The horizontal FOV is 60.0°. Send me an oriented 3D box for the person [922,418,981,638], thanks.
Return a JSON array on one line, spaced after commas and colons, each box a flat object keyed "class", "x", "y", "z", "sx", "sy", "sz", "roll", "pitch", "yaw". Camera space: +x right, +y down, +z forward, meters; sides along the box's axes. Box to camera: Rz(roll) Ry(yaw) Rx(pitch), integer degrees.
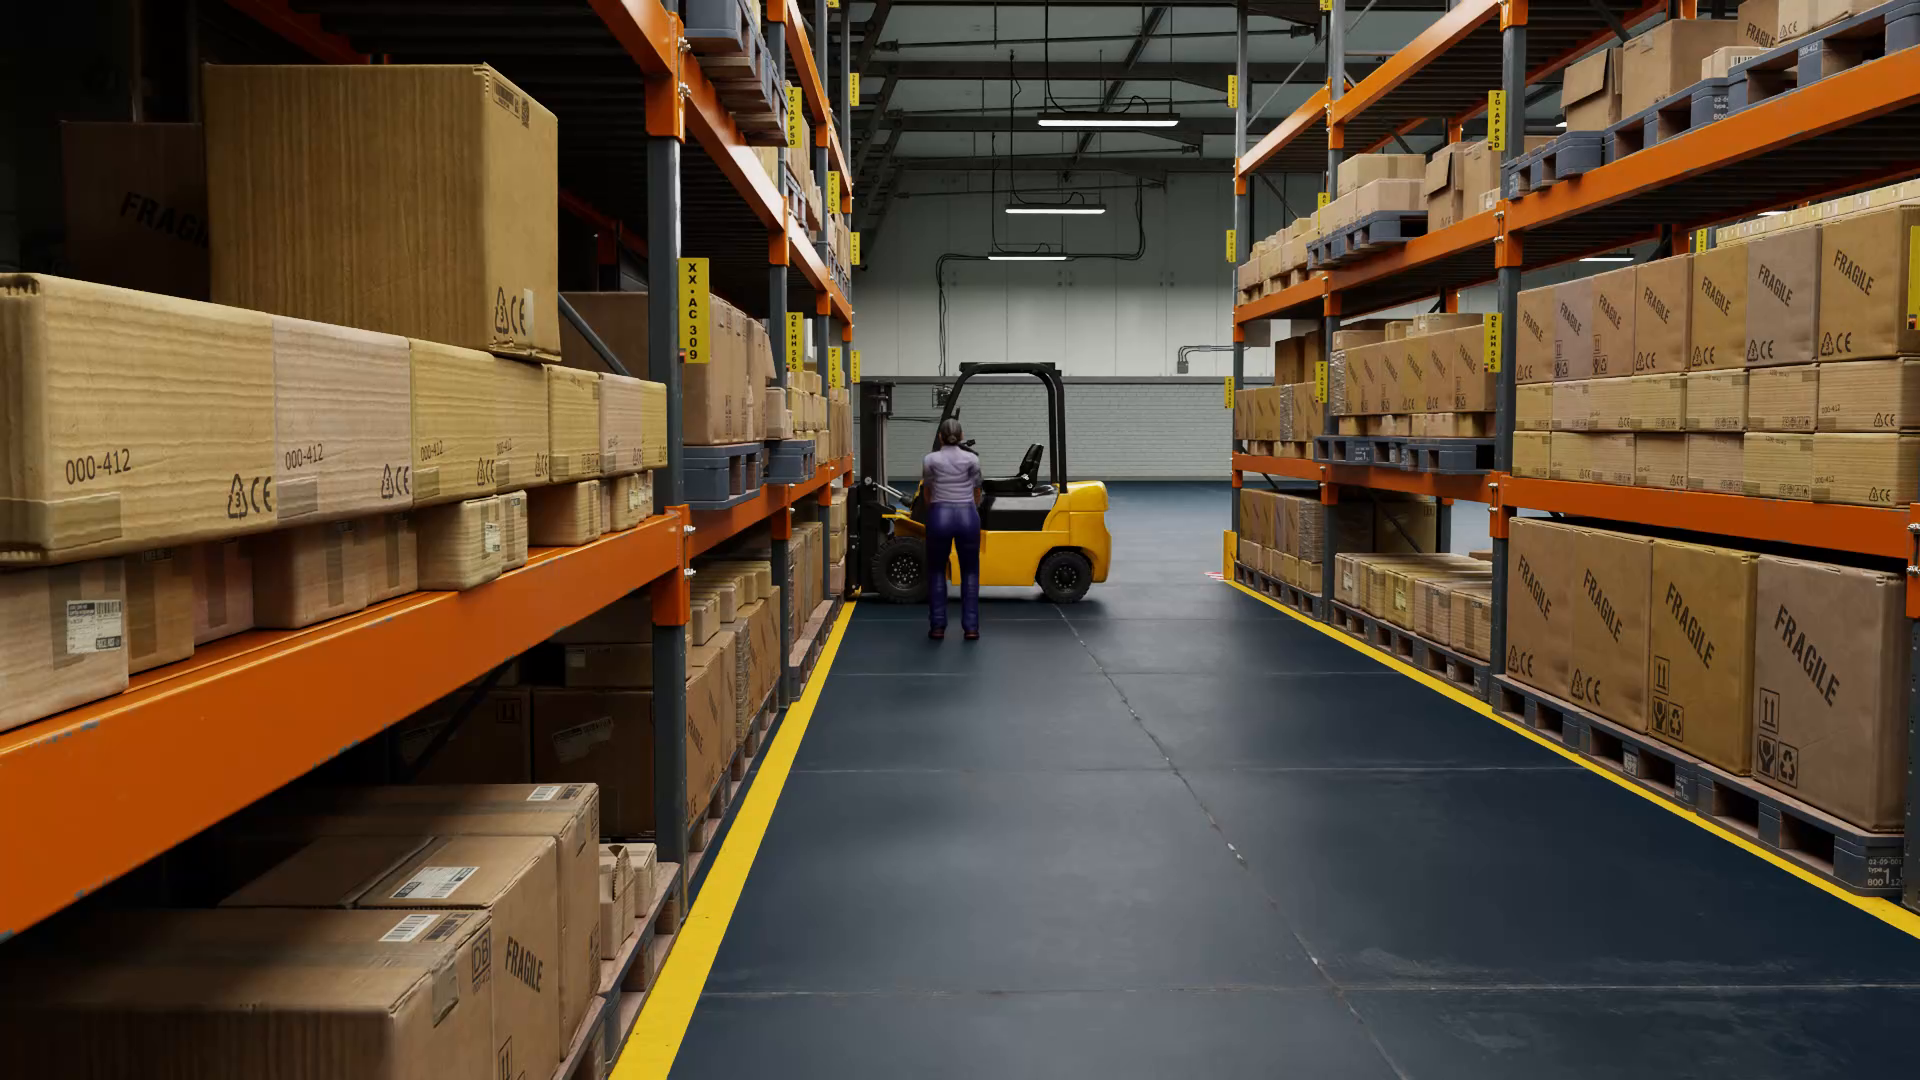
[{"class": "person", "x": -0.064, "y": -0.086, "z": 12.455, "sx": 0.441, "sy": 1.646, "sz": 0.519, "roll": 0, "pitch": 4, "yaw": -2}]
